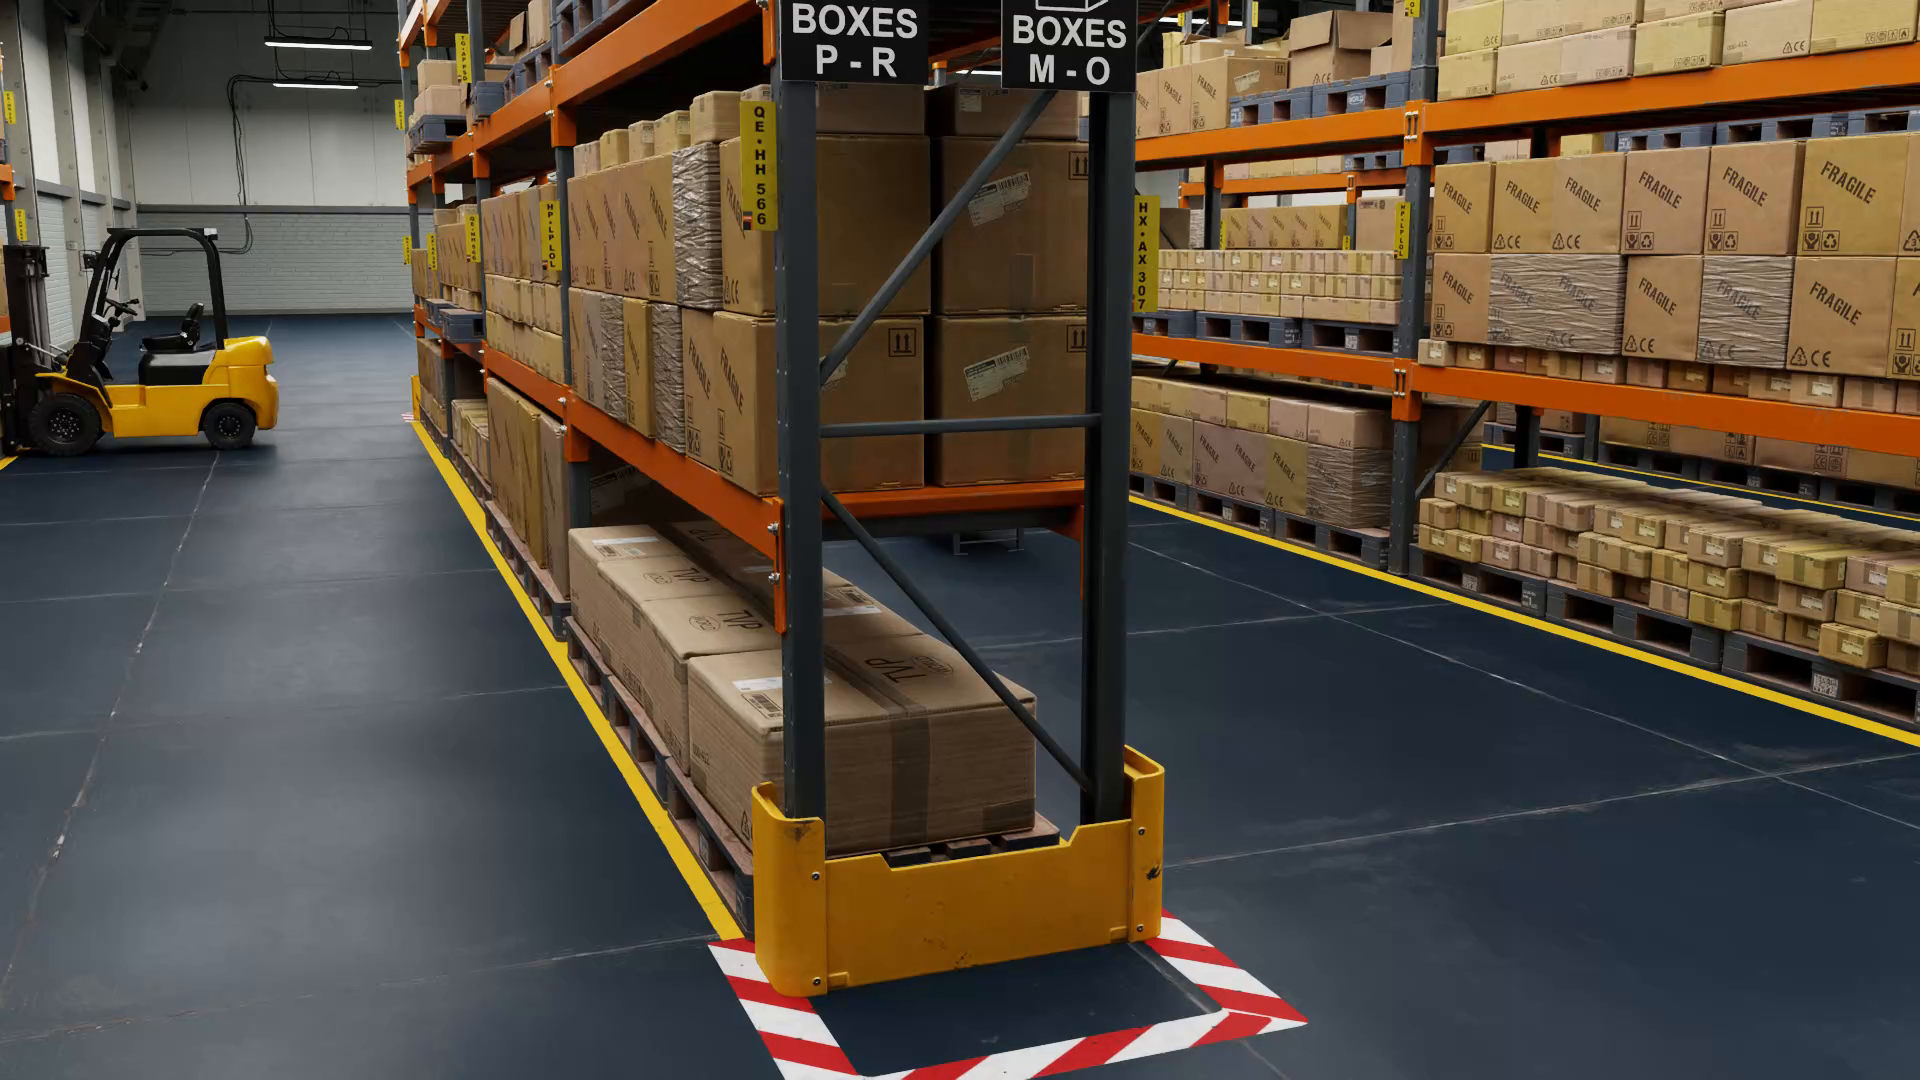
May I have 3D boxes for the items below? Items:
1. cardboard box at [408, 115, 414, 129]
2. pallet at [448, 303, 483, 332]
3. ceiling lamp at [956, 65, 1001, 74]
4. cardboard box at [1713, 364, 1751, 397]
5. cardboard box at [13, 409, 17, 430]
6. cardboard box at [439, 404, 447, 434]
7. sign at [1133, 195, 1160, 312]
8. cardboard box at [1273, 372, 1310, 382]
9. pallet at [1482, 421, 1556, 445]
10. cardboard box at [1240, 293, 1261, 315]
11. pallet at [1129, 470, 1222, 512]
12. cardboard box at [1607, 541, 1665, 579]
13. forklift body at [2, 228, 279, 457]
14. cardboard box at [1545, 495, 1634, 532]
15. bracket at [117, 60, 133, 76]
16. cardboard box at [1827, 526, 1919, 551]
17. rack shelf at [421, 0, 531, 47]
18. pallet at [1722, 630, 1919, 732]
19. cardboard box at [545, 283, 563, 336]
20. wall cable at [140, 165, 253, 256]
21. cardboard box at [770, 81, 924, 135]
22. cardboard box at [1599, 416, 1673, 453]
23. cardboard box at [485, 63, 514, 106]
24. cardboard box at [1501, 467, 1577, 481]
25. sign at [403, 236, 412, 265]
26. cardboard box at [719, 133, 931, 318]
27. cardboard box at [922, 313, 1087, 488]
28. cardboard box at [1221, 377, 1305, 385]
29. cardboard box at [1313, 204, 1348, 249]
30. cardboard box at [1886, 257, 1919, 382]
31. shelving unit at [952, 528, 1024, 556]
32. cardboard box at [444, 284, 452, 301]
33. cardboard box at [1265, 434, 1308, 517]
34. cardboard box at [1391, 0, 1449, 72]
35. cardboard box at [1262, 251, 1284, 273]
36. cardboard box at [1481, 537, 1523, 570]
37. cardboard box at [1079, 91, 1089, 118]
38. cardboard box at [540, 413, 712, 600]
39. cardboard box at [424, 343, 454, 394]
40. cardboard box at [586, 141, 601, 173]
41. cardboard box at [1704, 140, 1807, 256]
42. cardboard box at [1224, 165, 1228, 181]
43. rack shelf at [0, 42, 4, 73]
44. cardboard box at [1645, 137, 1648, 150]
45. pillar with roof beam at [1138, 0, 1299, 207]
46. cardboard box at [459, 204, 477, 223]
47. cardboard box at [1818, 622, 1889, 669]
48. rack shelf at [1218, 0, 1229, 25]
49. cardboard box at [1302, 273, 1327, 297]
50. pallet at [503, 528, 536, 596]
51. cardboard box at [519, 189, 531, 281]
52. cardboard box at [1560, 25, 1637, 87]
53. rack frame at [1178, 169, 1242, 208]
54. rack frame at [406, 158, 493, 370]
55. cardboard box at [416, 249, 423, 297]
[{"bbox_3d":[-5.702,-4.464,17.826,0.380,0.149,0.250,-4,11,-21],"label":"cardboard box"},{"bbox_3d":[-3.658,-1.840,13.747,1.003,0.211,1.213,-4,11,-21],"label":"pallet"},{"bbox_3d":[0.711,-12.258,37.971,2.000,3.185,0.800,-4,11,-21],"label":"ceiling lamp"},{"bbox_3d":[3.807,-0.766,7.880,0.380,0.149,0.250,-4,11,-23],"label":"cardboard box"},{"bbox_3d":[-9.408,-1.153,15.990,0.500,0.250,0.500,-4,11,-19],"label":"cardboard box"},{"bbox_3d":[-4.816,-1.199,16.249,0.500,0.250,0.500,-3,11,-18],"label":"cardboard box"},{"bbox_3d":[0.516,-0.808,4.697,0.100,0.325,0.005,-4,11,-21],"label":"sign"},{"bbox_3d":[4.264,-2.129,20.762,0.500,0.500,0.500,-5,11,-26],"label":"cardboard box"},{"bbox_3d":[5.614,-1.196,17.543,1.003,0.211,1.213,-4,11,-21],"label":"pallet"},{"bbox_3d":[2.224,-1.683,11.834,0.380,0.149,0.250,-4,11,-23],"label":"cardboard box"},{"bbox_3d":[1.957,-0.444,13.314,1.003,0.211,1.213,-4,11,-21],"label":"pallet"},{"bbox_3d":[3.526,0.089,8.447,0.380,0.149,0.250,-4,11,-20],"label":"cardboard box"},{"bbox_3d":[-8.039,-1.992,16.480,2.313,2.155,1.214,-4,11,-21],"label":"forklift body"},{"bbox_3d":[3.370,-0.144,8.905,0.380,0.149,0.250,-4,11,-20],"label":"cardboard box"},{"bbox_3d":[-20.470,-11.590,40.604,0.076,0.066,4.783,-4,11,-21],"label":"bracket"},{"bbox_3d":[4.350,0.036,7.894,0.380,0.149,0.250,-4,11,-24],"label":"cardboard box"},{"bbox_3d":[-3.627,-4.343,13.336,1.077,0.370,4.000,-4,11,-21],"label":"rack shelf"},{"bbox_3d":[4.285,0.587,7.518,1.003,0.211,1.213,-4,11,-21],"label":"pallet"},{"bbox_3d":[-1.839,-1.190,8.545,0.500,0.250,0.500,-4,11,-21],"label":"cardboard box"},{"bbox_3d":[-21.720,-9.320,46.985,3.097,2.526,0.112,-4,11,-21],"label":"wall cable"},{"bbox_3d":[-0.320,-1.215,4.692,0.380,0.149,0.250,-4,11,-20],"label":"cardboard box"},{"bbox_3d":[6.565,-1.290,14.972,1.225,0.875,0.875,-4,11,-24],"label":"cardboard box"},{"bbox_3d":[-3.236,-3.295,12.530,0.700,0.500,0.500,-4,11,-21],"label":"cardboard box"},{"bbox_3d":[3.496,-0.346,10.044,0.380,0.149,0.250,-4,11,-19],"label":"cardboard box"},{"bbox_3d":[-6.307,-3.311,19.000,0.100,0.325,0.005,-4,11,-21],"label":"sign"},{"bbox_3d":[-0.400,-0.913,4.848,0.500,0.500,0.500,-4,11,-19],"label":"cardboard box"},{"bbox_3d":[0.090,-0.454,5.121,0.500,0.500,0.500,-4,11,-21],"label":"cardboard box"},{"bbox_3d":[2.360,-1.113,12.910,0.500,0.250,0.500,-4,11,-20],"label":"cardboard box"},{"bbox_3d":[4.465,-3.640,19.327,0.500,0.500,0.500,-4,11,-21],"label":"cardboard box"},{"bbox_3d":[4.171,-0.891,6.732,0.500,0.500,0.500,-4,11,-20],"label":"cardboard box"},{"bbox_3d":[0.002,-0.553,11.315,0.538,1.125,1.048,-4,11,-21],"label":"shelving unit"},{"bbox_3d":[-4.364,-2.198,14.732,0.380,0.149,0.250,-4,11,-20],"label":"cardboard box"},{"bbox_3d":[2.436,-0.456,11.359,0.500,0.500,0.500,-4,11,-22],"label":"cardboard box"},{"bbox_3d":[3.089,-3.093,10.195,0.700,0.500,0.500,-4,11,-21],"label":"cardboard box"},{"bbox_3d":[2.325,-1.934,11.545,0.380,0.149,0.250,-4,11,-23],"label":"cardboard box"},{"bbox_3d":[3.192,0.066,9.427,0.380,0.149,0.250,-4,11,-21],"label":"cardboard box"},{"bbox_3d":[1.016,-3.785,14.339,0.500,0.311,0.500,-4,11,-21],"label":"cardboard box"},{"bbox_3d":[-1.752,-0.218,8.947,0.875,0.875,0.875,-4,11,-19],"label":"cardboard box"},{"bbox_3d":[-5.390,-1.821,17.606,0.500,0.500,0.500,-4,11,-20],"label":"cardboard box"},{"bbox_3d":[-1.472,-1.713,7.493,0.380,0.149,0.250,-4,11,-20],"label":"cardboard box"},{"bbox_3d":[3.796,-1.553,7.594,0.500,0.500,0.500,-3,11,-18],"label":"cardboard box"},{"bbox_3d":[3.562,-4.773,21.550,0.500,0.250,0.500,-4,11,-22],"label":"cardboard box"},{"bbox_3d":[-9.701,-4.680,15.232,1.077,0.370,4.000,-4,11,-21],"label":"rack shelf"},{"bbox_3d":[6.401,-3.739,15.736,0.500,0.250,0.500,-4,11,-20],"label":"cardboard box"},{"bbox_3d":[5.636,-11.030,47.735,9.100,9.000,0.548,-4,11,-21],"label":"pillar with roof beam"},{"bbox_3d":[-3.758,-2.585,13.200,0.380,0.149,0.250,-4,11,-24],"label":"cardboard box"},{"bbox_3d":[4.001,0.450,7.267,0.380,0.149,0.250,-4,11,-19],"label":"cardboard box"},{"bbox_3d":[2.399,-4.021,11.524,1.077,0.370,4.000,-4,11,-21],"label":"rack shelf"},{"bbox_3d":[2.509,-1.702,11.090,0.380,0.149,0.250,-4,11,-23],"label":"cardboard box"},{"bbox_3d":[-2.248,0.091,10.304,1.003,0.211,1.213,-4,11,-21],"label":"pallet"},{"bbox_3d":[-2.208,-1.727,9.426,0.500,0.500,0.500,-4,11,-19],"label":"cardboard box"},{"bbox_3d":[3.407,-2.435,8.407,0.500,0.250,0.500,-3,11,-18],"label":"cardboard box"},{"bbox_3d":[3.435,-3.549,22.805,1.000,3.000,0.127,-4,11,-21],"label":"rack frame"},{"bbox_3d":[-5.801,-2.920,19.269,1.000,3.000,0.127,-4,11,-21],"label":"rack frame"},{"bbox_3d":[-5.512,-2.853,17.759,0.500,0.500,0.500,-4,11,-22],"label":"cardboard box"}]
